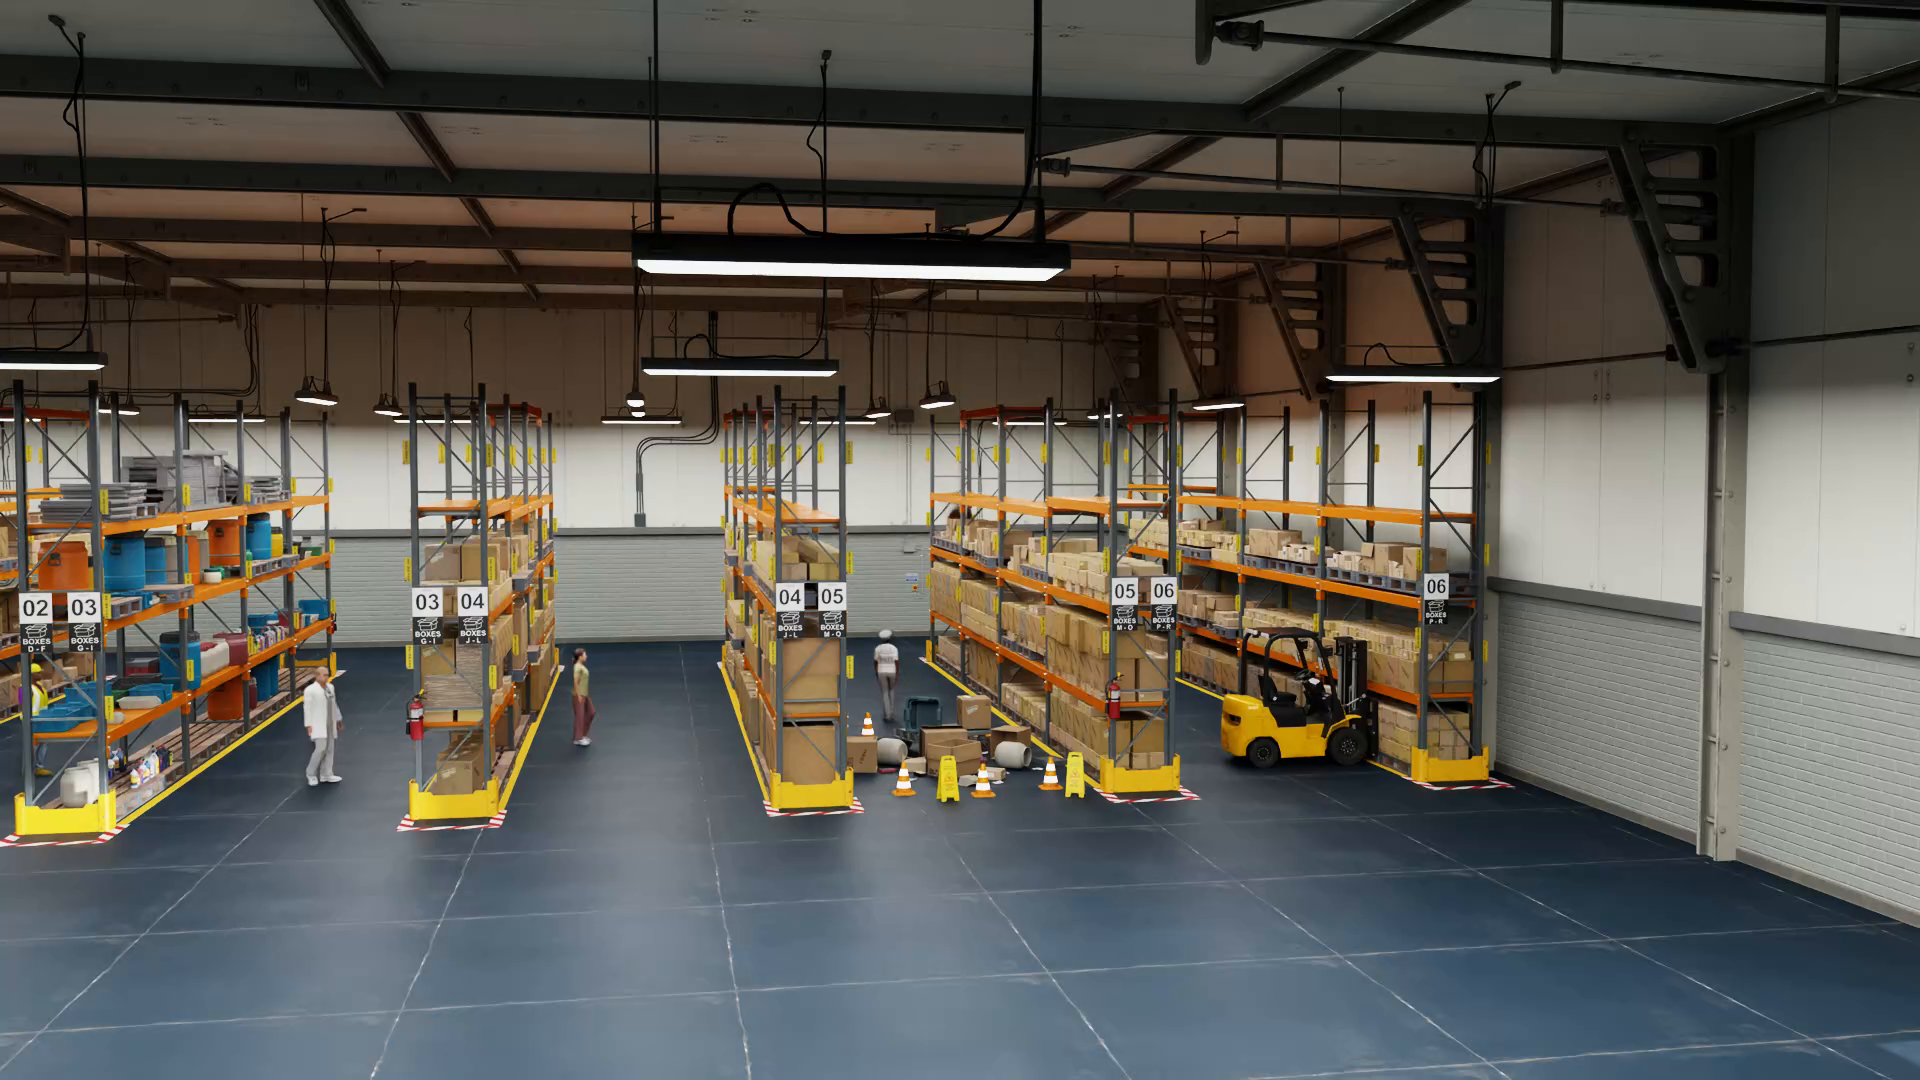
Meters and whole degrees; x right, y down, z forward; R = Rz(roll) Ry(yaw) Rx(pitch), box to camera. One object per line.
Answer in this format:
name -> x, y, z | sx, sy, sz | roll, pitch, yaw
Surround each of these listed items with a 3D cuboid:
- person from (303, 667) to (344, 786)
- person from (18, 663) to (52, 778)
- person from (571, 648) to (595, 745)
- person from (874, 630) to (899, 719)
person -> -9.721, 2.830, 25.450 | 0.460, 1.789, 0.635 | 1, 3, 24
person -> -14.459, 2.850, 26.043 | 0.445, 1.841, 0.625 | 1, 3, 11
person -> -6.572, 2.720, 28.861 | 0.378, 1.677, 0.572 | 0, 3, 2
person -> -1.411, 2.556, 31.562 | 0.438, 1.713, 0.732 | -1, 3, -15
